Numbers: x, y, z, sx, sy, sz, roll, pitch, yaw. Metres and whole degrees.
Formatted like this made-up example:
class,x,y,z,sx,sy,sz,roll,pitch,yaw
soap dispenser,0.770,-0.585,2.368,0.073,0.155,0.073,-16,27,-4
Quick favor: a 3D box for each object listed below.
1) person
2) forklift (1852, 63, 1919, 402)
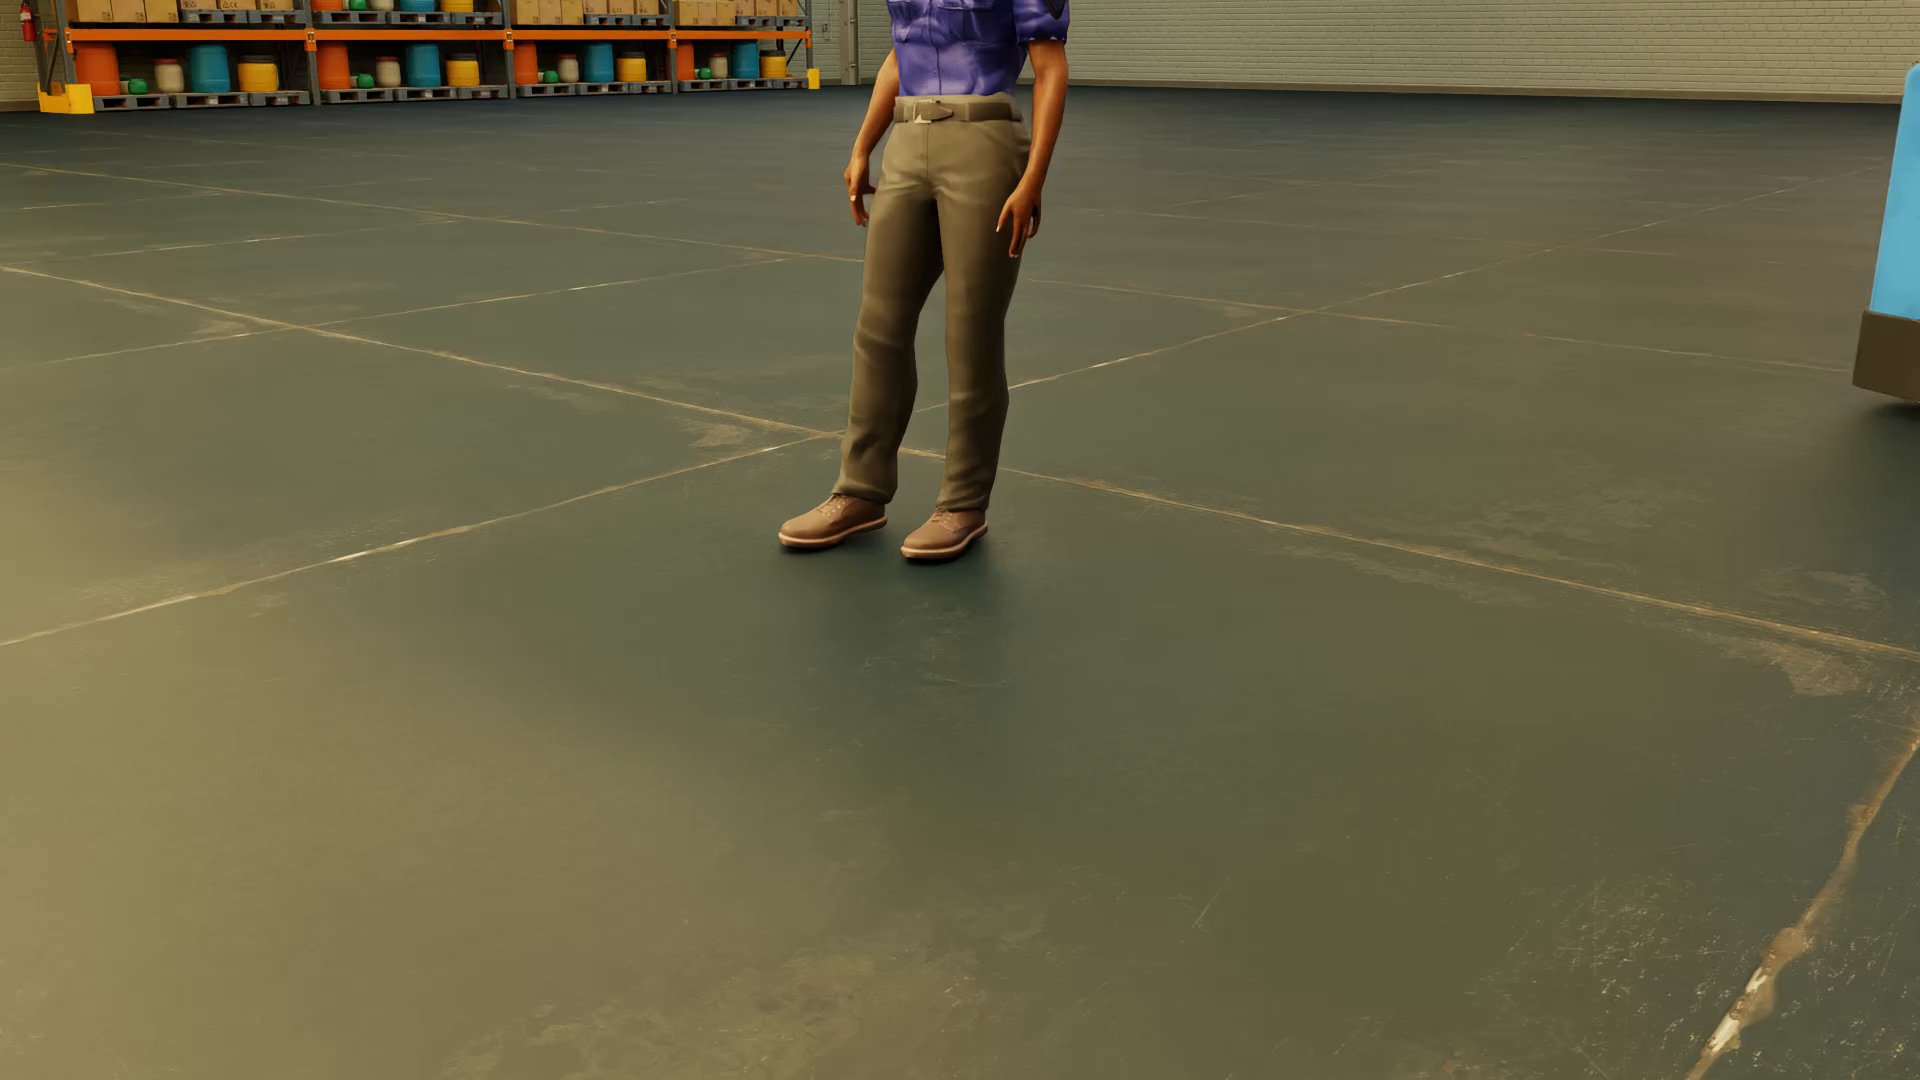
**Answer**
class,x,y,z,sx,sy,sz,roll,pitch,yaw
person,-0.071,-0.783,3.647,0.569,1.656,0.503,13,21,37
forklift,4.434,-1.834,4.937,3.031,2.935,1.130,-5,18,-17
